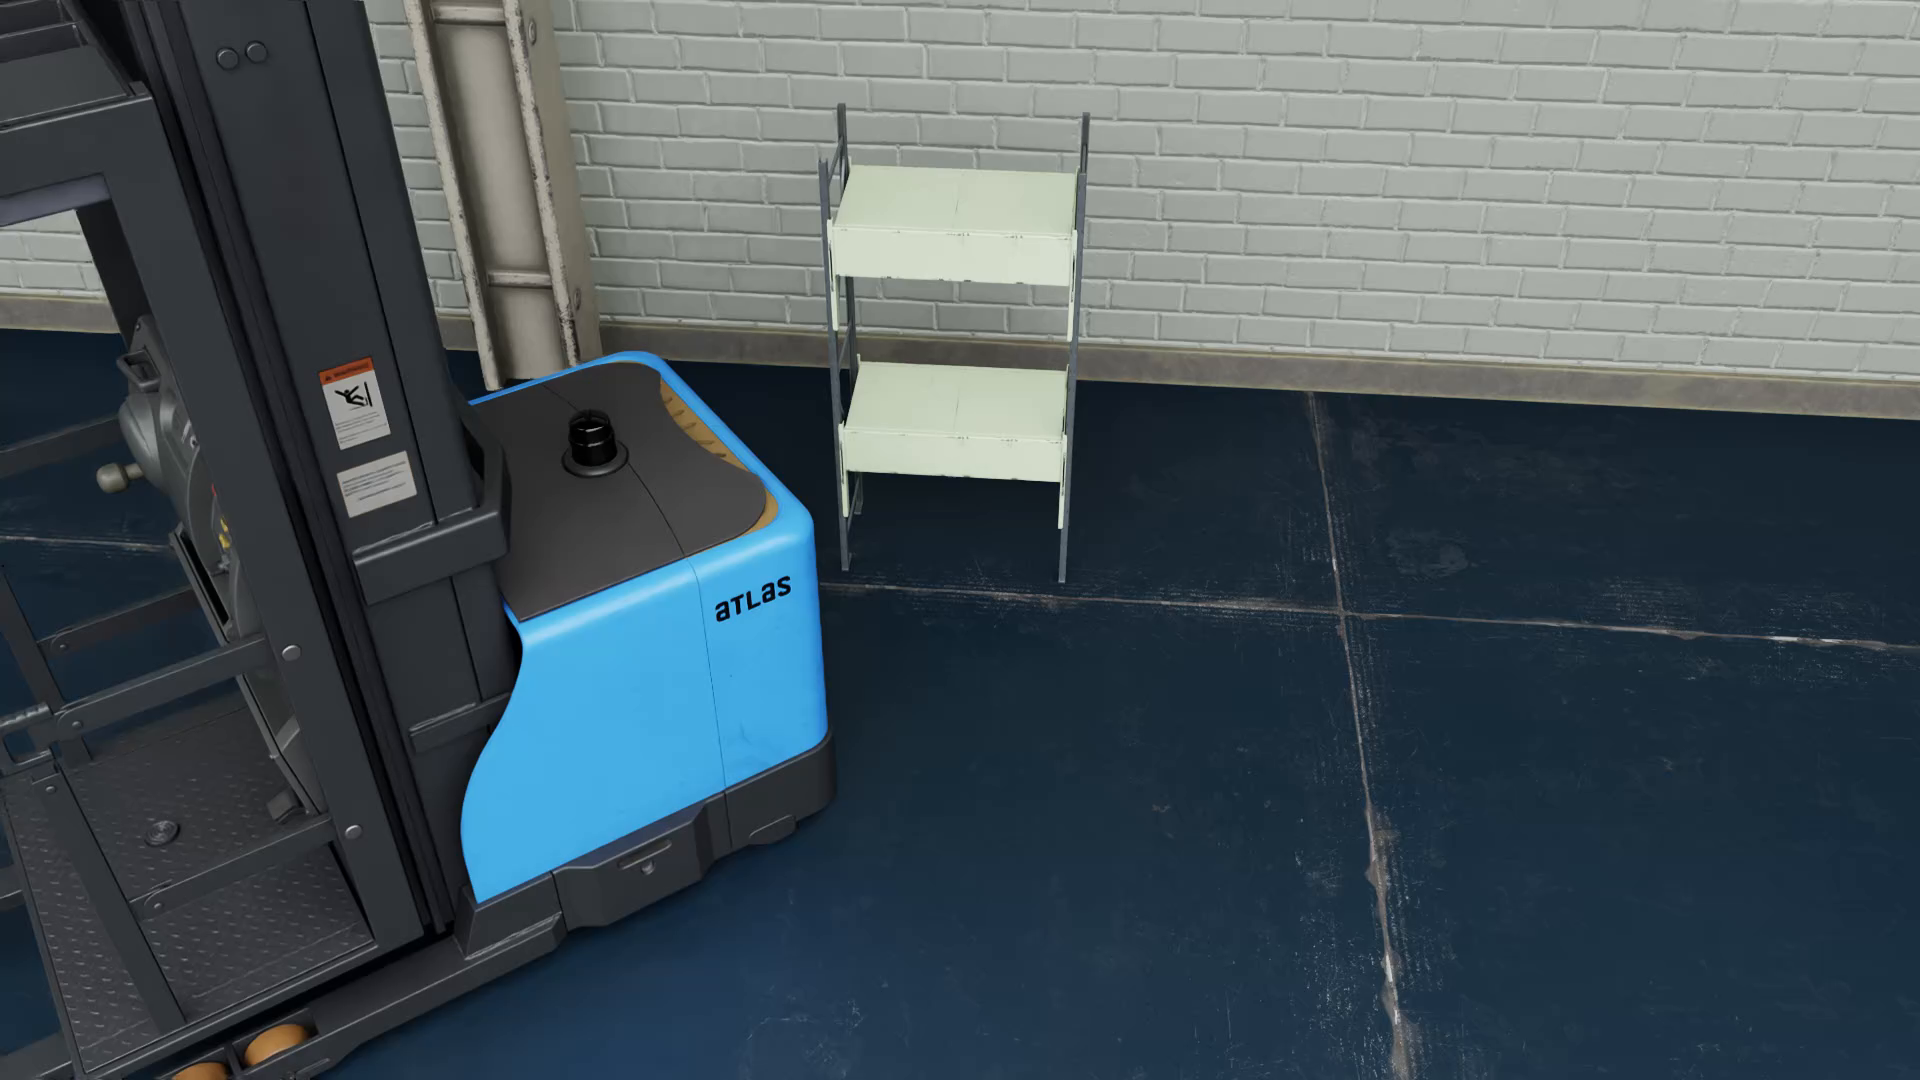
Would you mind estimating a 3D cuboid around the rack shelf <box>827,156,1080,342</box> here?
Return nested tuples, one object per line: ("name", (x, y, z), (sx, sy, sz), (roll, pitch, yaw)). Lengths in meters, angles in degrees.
("rack shelf", (-0.007, -0.885, 5.031), (0.720, 0.370, 0.431), (3, 39, 4))

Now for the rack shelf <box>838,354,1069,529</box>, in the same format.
("rack shelf", (-0.007, -0.329, 5.483), (0.720, 0.370, 0.431), (3, 39, 4))

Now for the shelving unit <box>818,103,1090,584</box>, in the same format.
("shelving unit", (-0.007, -0.582, 5.277), (0.755, 1.500, 0.431), (3, 39, 4))

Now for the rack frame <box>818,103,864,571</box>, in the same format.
("rack frame", (-0.371, -0.602, 5.301), (0.023, 1.500, 0.400), (3, 39, 4))

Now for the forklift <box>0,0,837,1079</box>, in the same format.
("forklift", (-1.862, -0.098, 3.549), (3.031, 2.935, 1.130), (-23, 44, -25))

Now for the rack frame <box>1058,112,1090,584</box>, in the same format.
("rack frame", (0.358, -0.562, 5.252), (0.023, 1.500, 0.400), (3, 39, 4))

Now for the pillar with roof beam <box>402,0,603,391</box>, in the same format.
("pillar with roof beam", (-2.005, -1.451, 0.404), (0.400, 9.000, 9.100), (3, 39, 4))
